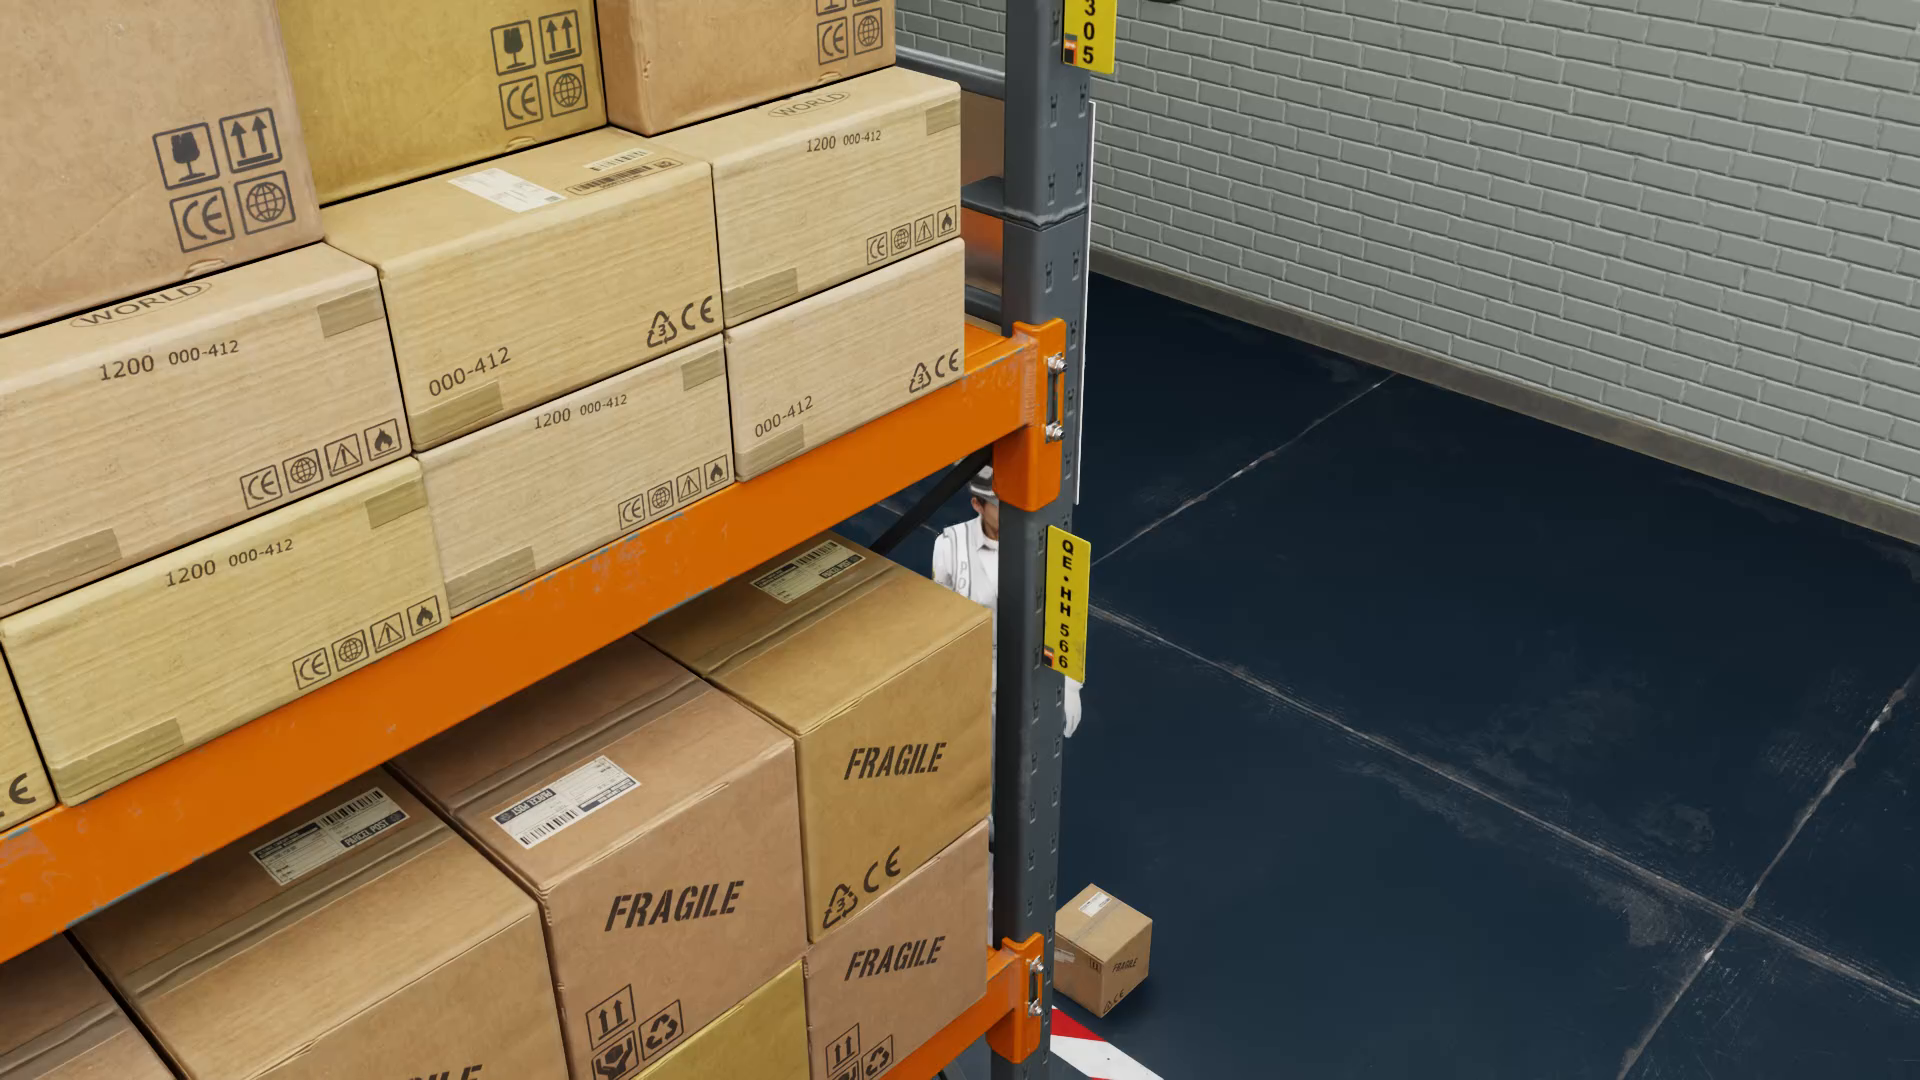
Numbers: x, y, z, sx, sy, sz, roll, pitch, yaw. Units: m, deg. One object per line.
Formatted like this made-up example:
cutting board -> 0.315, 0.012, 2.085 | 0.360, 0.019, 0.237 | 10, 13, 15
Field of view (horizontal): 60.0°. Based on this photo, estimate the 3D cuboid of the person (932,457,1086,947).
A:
person -> 0.159, 0.475, 5.357 | 0.515, 1.605, 1.004 | -3, 32, -6
